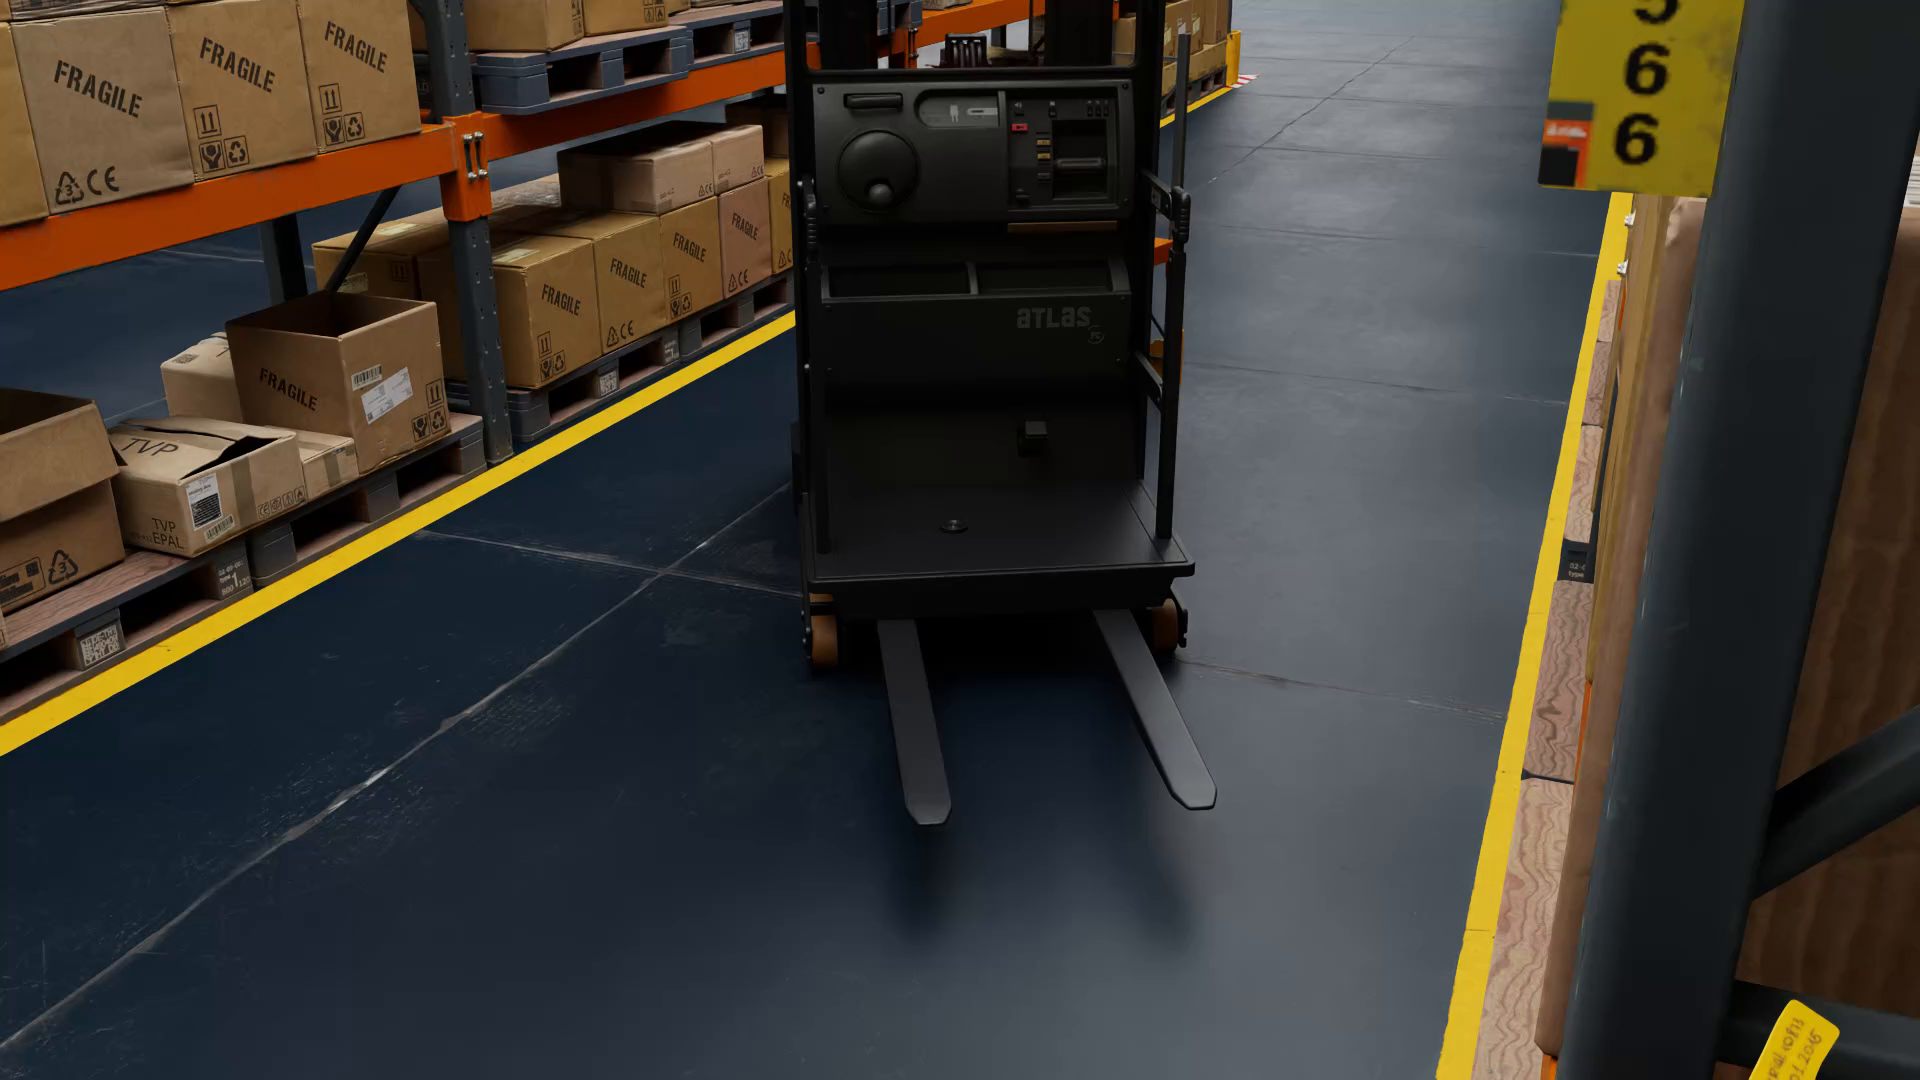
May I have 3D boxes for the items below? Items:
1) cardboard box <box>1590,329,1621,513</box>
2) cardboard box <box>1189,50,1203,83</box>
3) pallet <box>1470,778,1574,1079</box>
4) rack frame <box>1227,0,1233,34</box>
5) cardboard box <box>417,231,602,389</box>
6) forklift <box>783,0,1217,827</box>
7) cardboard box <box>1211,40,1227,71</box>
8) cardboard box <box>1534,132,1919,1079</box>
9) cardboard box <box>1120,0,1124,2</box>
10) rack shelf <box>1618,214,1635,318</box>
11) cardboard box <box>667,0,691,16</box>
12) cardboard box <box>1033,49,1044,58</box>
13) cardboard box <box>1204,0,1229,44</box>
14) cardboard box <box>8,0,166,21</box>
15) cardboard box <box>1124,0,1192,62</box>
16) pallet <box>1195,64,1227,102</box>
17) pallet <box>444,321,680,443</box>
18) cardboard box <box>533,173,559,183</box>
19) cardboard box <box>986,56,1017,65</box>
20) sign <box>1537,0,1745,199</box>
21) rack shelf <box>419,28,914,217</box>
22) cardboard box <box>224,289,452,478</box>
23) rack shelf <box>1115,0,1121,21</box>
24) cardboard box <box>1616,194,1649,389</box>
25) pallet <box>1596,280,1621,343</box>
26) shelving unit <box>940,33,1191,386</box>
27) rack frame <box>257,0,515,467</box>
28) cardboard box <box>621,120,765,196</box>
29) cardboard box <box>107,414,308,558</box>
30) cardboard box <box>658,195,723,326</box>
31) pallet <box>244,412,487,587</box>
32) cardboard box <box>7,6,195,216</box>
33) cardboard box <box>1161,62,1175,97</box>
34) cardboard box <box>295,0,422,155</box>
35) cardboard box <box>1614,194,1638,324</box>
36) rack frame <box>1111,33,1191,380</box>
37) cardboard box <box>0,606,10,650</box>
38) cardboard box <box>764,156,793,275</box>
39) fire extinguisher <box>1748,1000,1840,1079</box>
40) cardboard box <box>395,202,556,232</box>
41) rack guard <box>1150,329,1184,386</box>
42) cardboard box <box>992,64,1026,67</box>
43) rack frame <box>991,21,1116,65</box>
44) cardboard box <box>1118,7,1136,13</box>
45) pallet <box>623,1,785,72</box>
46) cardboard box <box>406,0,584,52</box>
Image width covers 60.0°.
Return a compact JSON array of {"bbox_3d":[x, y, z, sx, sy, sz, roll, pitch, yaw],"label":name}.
[{"bbox_3d":[2.484,-0.505,5.313,0.750,0.750,0.750,9,24,21],"label":"cardboard box"},{"bbox_3d":[1.937,-4.385,15.380,0.500,0.250,0.500,9,24,20],"label":"cardboard box"},{"bbox_3d":[1.557,0.933,3.242,1.003,0.211,1.213,9,24,20],"label":"pallet"},{"bbox_3d":[2.220,-6.055,16.353,1.000,3.000,0.127,9,24,20],"label":"rack frame"},{"bbox_3d":[-1.831,-0.948,6.800,0.500,0.500,0.500,8,24,18],"label":"cardboard box"},{"bbox_3d":[0.070,-1.112,4.610,1.130,2.935,3.031,-2,23,-6],"label":"forklift"},{"bbox_3d":[2.296,-4.745,16.241,0.500,0.250,0.500,9,24,20],"label":"cardboard box"},{"bbox_3d":[1.058,0.057,1.333,0.980,0.700,0.700,10,25,22],"label":"cardboard box"},{"bbox_3d":[1.255,-4.629,14.990,0.500,0.500,0.500,9,24,20],"label":"cardboard box"},{"bbox_3d":[3.107,-1.436,6.230,1.077,0.370,4.000,9,24,20],"label":"rack shelf"},{"bbox_3d":[-1.638,-2.641,7.507,0.700,0.500,0.500,3,23,7],"label":"cardboard box"},{"bbox_3d":[0.850,-3.621,12.822,0.500,0.311,0.500,9,24,20],"label":"cardboard box"},{"bbox_3d":[2.298,-5.091,16.096,0.500,0.500,0.500,9,24,20],"label":"cardboard box"},{"bbox_3d":[-2.560,-1.686,4.467,0.500,0.500,0.500,9,24,20],"label":"cardboard box"},{"bbox_3d":[1.753,-4.552,14.806,0.500,0.500,0.500,9,24,20],"label":"cardboard box"},{"bbox_3d":[1.975,-4.488,16.221,1.003,0.211,1.213,9,24,20],"label":"pallet"},{"bbox_3d":[-1.970,-0.770,7.320,1.003,0.211,1.213,9,24,20],"label":"pallet"},{"bbox_3d":[-1.755,-1.565,8.277,0.500,0.500,0.500,8,24,18],"label":"cardboard box"},{"bbox_3d":[0.159,-3.516,12.571,0.500,0.311,0.500,8,24,19],"label":"cardboard box"},{"bbox_3d":[0.379,-0.347,0.880,0.100,0.325,0.005,9,24,20],"label":"sign"},{"bbox_3d":[-1.494,-2.144,7.925,1.077,0.370,4.000,9,24,20],"label":"rack shelf"},{"bbox_3d":[-2.185,-0.565,5.884,0.500,0.500,0.500,9,24,20],"label":"cardboard box"},{"bbox_3d":[1.478,-5.007,14.778,1.077,0.370,4.000,9,24,20],"label":"rack shelf"},{"bbox_3d":[1.610,-0.477,2.611,0.980,0.700,0.700,8,24,17],"label":"cardboard box"},{"bbox_3d":[3.487,-0.926,7.692,1.003,0.211,1.213,9,24,20],"label":"pallet"},{"bbox_3d":[0.432,-1.289,6.889,0.587,1.500,1.083,16,28,34],"label":"shelving unit"},{"bbox_3d":[-2.237,-1.760,6.072,1.000,3.000,0.127,9,24,20],"label":"rack frame"},{"bbox_3d":[-1.274,-1.832,7.942,0.500,0.250,0.500,8,24,19],"label":"cardboard box"},{"bbox_3d":[-2.464,-0.210,5.278,0.500,0.311,0.500,9,24,20],"label":"cardboard box"},{"bbox_3d":[-1.451,-1.318,7.687,0.500,0.500,0.500,9,24,21],"label":"cardboard box"},{"bbox_3d":[-2.493,-0.228,6.022,1.003,0.211,1.213,9,24,20],"label":"pallet"},{"bbox_3d":[-2.563,-1.222,4.654,0.500,0.500,0.500,9,24,21],"label":"cardboard box"},{"bbox_3d":[1.569,-4.027,14.522,0.500,0.250,0.500,9,24,20],"label":"cardboard box"},{"bbox_3d":[-2.184,-1.591,5.537,0.500,0.500,0.500,9,24,21],"label":"cardboard box"},{"bbox_3d":[3.123,-1.129,6.805,0.750,0.750,0.750,9,24,20],"label":"cardboard box"},{"bbox_3d":[0.745,-1.447,7.269,0.500,1.500,0.032,16,28,34],"label":"rack frame"},{"bbox_3d":[-2.886,0.225,4.316,0.500,0.250,0.500,9,24,20],"label":"cardboard box"},{"bbox_3d":[-1.073,-1.688,8.571,0.500,0.500,0.500,8,24,18],"label":"cardboard box"},{"bbox_3d":[0.393,0.575,1.067,0.296,0.674,0.183,9,24,20],"label":"fire extinguisher"},{"bbox_3d":[-2.128,-1.203,7.411,0.500,0.500,0.500,9,24,20],"label":"cardboard box"},{"bbox_3d":[0.733,-0.865,7.496,0.587,0.250,0.087,16,28,34],"label":"rack guard"},{"bbox_3d":[0.475,-3.256,11.947,0.500,0.311,0.500,9,24,20],"label":"cardboard box"},{"bbox_3d":[0.735,-4.623,12.926,1.000,3.000,0.127,9,24,20],"label":"rack frame"},{"bbox_3d":[1.376,-4.195,13.952,0.500,0.500,0.500,9,24,20],"label":"cardboard box"},{"bbox_3d":[-1.469,-2.407,7.869,1.003,0.211,1.213,9,24,20],"label":"pallet"},{"bbox_3d":[-1.853,-2.138,6.301,0.700,0.500,0.500,1,23,2],"label":"cardboard box"}]
